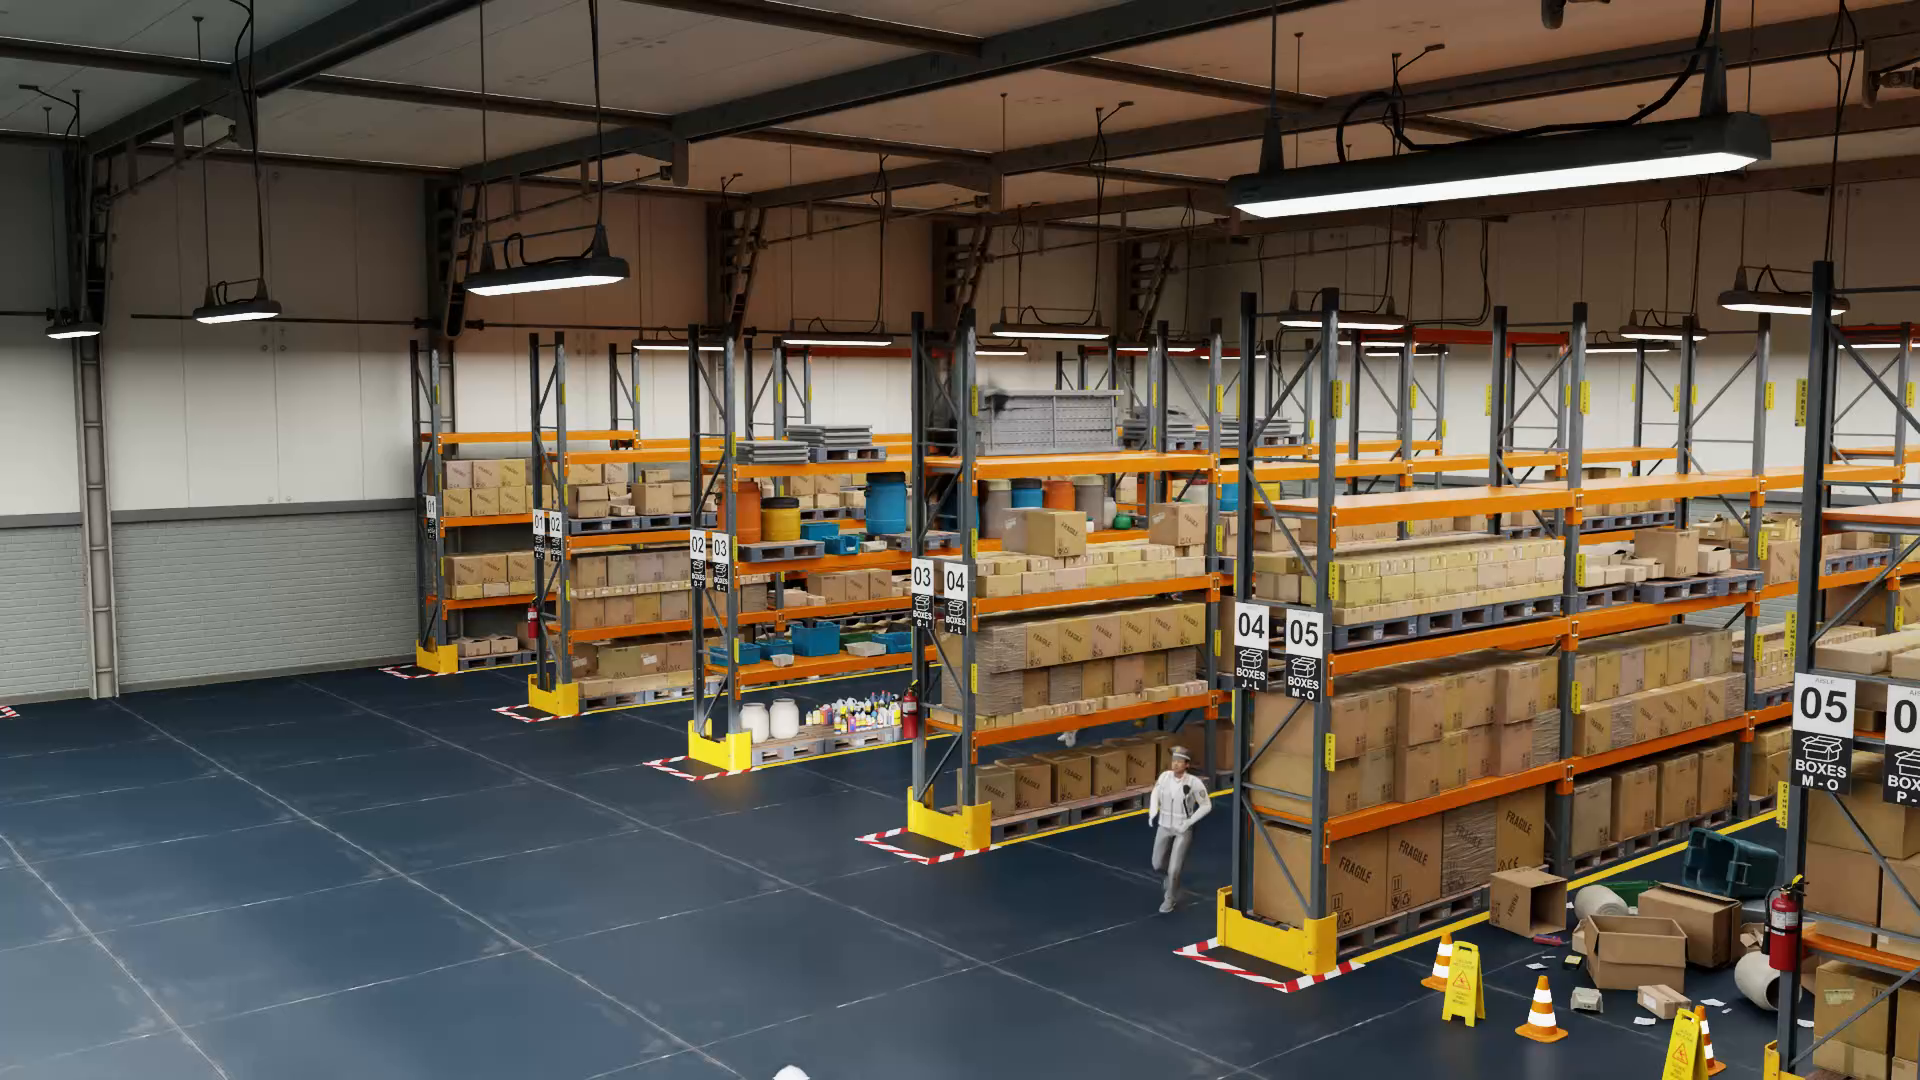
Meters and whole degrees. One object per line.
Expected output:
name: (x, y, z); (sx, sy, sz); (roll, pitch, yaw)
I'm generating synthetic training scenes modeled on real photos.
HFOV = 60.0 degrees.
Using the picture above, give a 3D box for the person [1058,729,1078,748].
person: (1.402, 1.923, 22.675); (0.690, 1.827, 0.680); (4, 7, 38)

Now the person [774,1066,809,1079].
person: (-0.831, 3.490, 8.251); (0.701, 1.765, 0.917); (-1, 5, -10)

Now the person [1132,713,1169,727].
person: (2.723, 1.803, 23.852); (0.714, 1.758, 0.780); (4, 7, 40)

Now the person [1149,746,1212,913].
person: (2.172, 2.832, 16.436); (0.648, 1.658, 0.515); (3, 6, 30)
